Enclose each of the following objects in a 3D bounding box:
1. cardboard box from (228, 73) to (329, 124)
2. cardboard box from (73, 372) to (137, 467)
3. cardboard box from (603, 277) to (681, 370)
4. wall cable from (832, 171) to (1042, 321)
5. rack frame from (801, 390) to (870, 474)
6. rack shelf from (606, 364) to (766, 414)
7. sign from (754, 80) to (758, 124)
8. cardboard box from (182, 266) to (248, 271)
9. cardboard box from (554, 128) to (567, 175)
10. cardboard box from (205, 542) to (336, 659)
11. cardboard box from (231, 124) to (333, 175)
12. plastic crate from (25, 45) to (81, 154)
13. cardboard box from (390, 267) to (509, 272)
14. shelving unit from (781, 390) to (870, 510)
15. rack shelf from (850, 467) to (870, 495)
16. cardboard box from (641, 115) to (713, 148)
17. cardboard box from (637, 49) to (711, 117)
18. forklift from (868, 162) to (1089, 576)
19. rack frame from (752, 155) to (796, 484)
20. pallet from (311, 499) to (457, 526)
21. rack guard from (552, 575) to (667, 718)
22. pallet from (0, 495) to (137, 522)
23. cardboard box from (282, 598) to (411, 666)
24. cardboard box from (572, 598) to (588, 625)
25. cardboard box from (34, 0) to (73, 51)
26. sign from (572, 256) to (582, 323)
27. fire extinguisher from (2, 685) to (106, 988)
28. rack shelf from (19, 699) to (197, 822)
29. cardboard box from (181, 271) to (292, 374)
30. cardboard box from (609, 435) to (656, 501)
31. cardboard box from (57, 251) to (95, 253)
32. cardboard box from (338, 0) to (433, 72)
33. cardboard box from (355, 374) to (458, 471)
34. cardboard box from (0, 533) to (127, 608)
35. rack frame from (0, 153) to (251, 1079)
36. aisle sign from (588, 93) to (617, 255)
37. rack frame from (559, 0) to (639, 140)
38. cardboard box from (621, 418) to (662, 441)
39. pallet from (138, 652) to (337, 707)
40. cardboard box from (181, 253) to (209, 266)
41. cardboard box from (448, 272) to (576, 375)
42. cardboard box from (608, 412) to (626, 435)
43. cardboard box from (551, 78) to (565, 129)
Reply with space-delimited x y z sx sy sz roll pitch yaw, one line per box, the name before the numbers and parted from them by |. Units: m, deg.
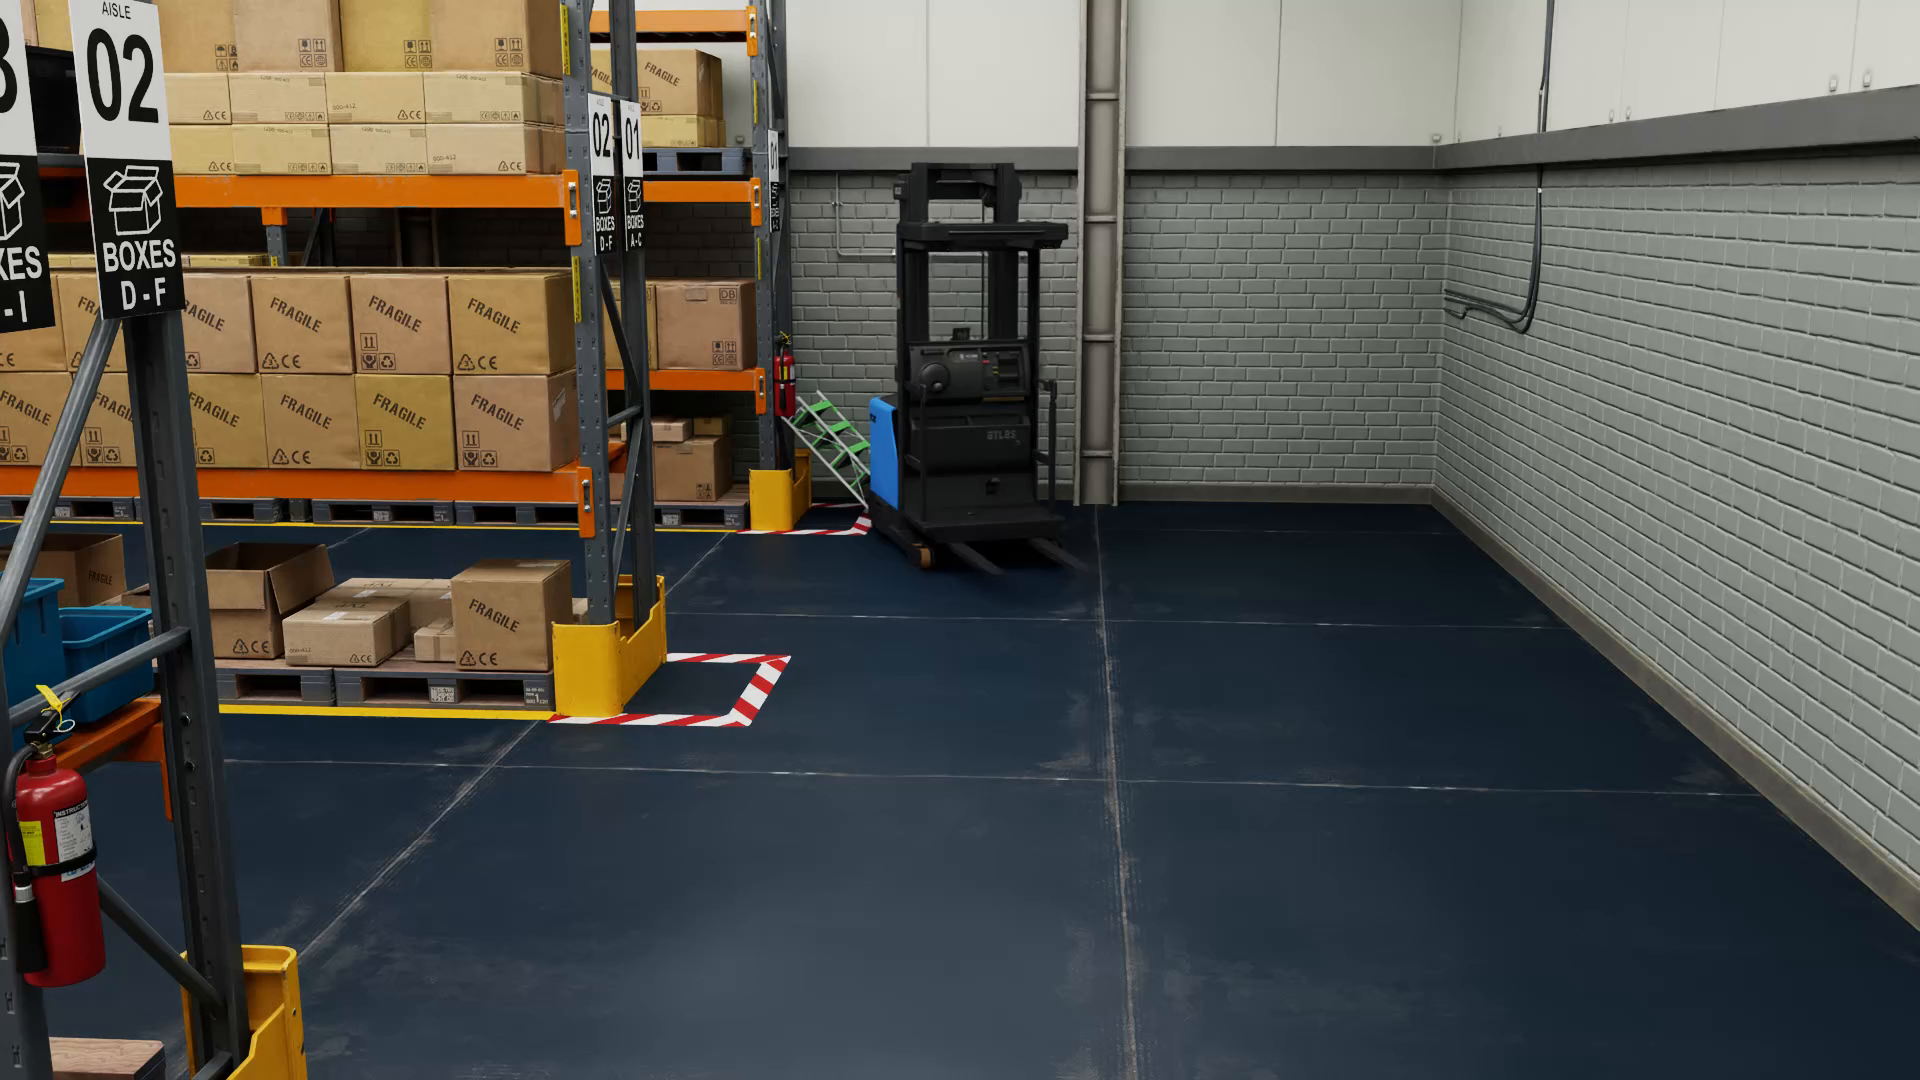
cardboard box | -3.395 -2.259 8.559 0.500 0.250 0.500 1 12 4
cardboard box | -4.359 -0.677 8.935 0.500 0.500 0.500 1 12 3
cardboard box | -2.777 -1.821 13.917 0.700 0.700 0.980 1 12 3
wall cable | -0.200 -2.335 14.623 1.851 1.984 0.084 1 12 4
rack frame | -0.905 -0.789 14.484 1.200 0.240 0.015 47 18 2
rack shelf | -3.536 -1.337 14.091 4.000 0.370 1.077 1 12 4
sign | -1.591 -3.414 12.968 0.005 0.325 0.100 1 12 4
cardboard box | -4.323 -1.276 9.354 0.500 0.500 0.500 1 12 4
cardboard box | -2.364 -2.104 9.039 0.500 0.250 0.500 1 12 4
cardboard box | -3.984 0.327 9.403 0.637 0.503 0.797 1 12 4
cardboard box | -3.396 -2.011 8.597 0.500 0.250 0.500 1 12 4
plastic crate | -2.568 -1.104 4.215 0.590 0.269 0.497 1 12 4
cardboard box | -2.815 -1.254 9.250 0.500 0.500 0.500 1 12 4
shelving unit | -0.968 -0.743 14.253 1.200 0.258 0.503 47 18 2
rack shelf | -0.760 -0.521 14.241 0.148 0.258 0.480 47 18 2
cardboard box | -2.289 -3.267 13.331 0.500 0.250 0.500 1 12 5
cardboard box | -2.289 -3.633 13.247 0.500 0.500 0.500 1 12 4
forklift | 0.136 -1.301 12.328 1.130 2.935 3.031 -3 12 -16
rack frame | -1.541 -1.662 13.887 0.127 3.000 1.000 1 12 4
pallet | -4.778 -0.325 14.308 1.213 0.211 1.003 1 12 4
rack guard | -1.944 0.573 9.310 0.348 0.500 1.175 1 12 4
pallet | -7.527 -0.363 14.488 1.213 0.211 1.003 1 12 4
cardboard box | -3.373 0.504 9.172 0.500 0.250 0.500 1 12 4
cardboard box | -2.263 0.454 9.659 0.250 0.149 0.380 1 12 4
cardboard box | -4.383 -2.671 8.698 0.500 0.500 0.700 1 12 4
sign | -1.925 -1.258 8.357 0.005 0.325 0.100 1 12 4
fire extinguisher | -2.083 0.677 3.804 0.183 0.674 0.296 1 12 4
rack shelf | -4.198 0.687 4.416 4.000 0.370 1.077 1 12 4
cardboard box | -3.865 -1.158 8.792 0.500 0.500 0.500 1 12 6
cardboard box | -2.745 -0.640 14.081 0.500 0.500 0.700 1 12 4
cardboard box | -7.517 -2.367 14.407 0.500 0.250 0.500 1 12 2
cardboard box | -2.875 -2.684 8.762 0.500 0.500 0.700 1 12 4
cardboard box | -2.851 -0.656 8.833 0.500 0.500 0.500 1 12 4
cardboard box | -5.272 0.253 9.761 0.500 0.500 0.500 1 12 4
rack frame | -2.203 0.362 4.211 0.127 3.000 1.000 1 12 4
aisle sign | -1.820 -1.859 8.479 0.004 0.787 0.394 1 12 4
rack frame | -1.868 -3.586 8.435 0.127 3.000 1.000 1 12 4
cardboard box | -2.641 -0.918 13.828 0.250 0.149 0.380 1 12 5
pallet | -3.953 0.686 9.473 1.213 0.211 1.003 1 12 4
cardboard box | -6.524 -2.251 13.853 0.500 0.250 0.500 1 12 5
cardboard box | -2.331 -1.138 8.697 0.500 0.500 0.500 1 12 3
cardboard box | -2.863 -1.000 14.218 0.250 0.149 0.380 1 12 4
cardboard box | -2.363 -2.350 8.994 0.500 0.250 0.500 1 12 4
